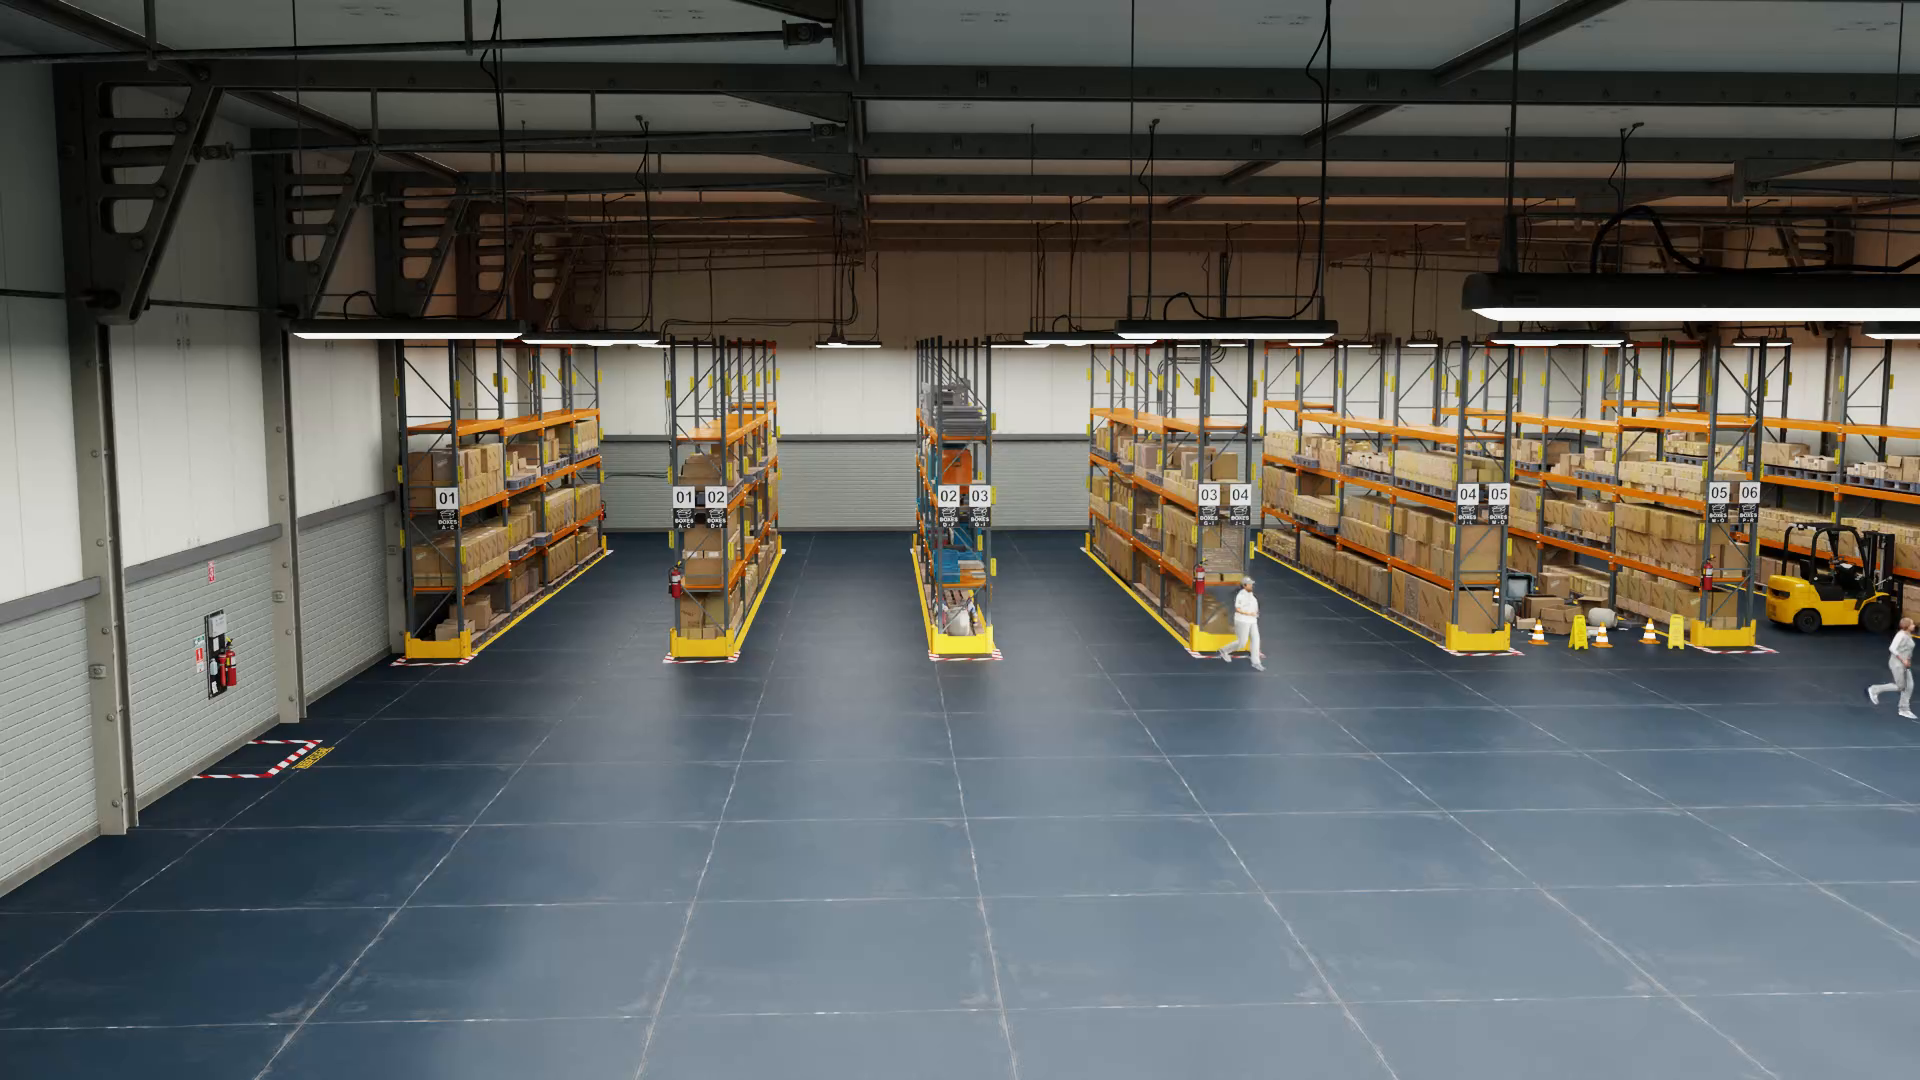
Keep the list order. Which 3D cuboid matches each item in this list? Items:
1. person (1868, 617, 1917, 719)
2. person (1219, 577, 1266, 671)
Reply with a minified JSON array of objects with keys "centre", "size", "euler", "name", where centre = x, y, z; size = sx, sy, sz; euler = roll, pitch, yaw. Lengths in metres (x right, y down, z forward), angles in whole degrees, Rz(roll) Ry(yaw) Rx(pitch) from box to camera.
[{"centre":[14.763,1.987,26.216],"size":[0.566,1.581,0.735],"euler":[-6,9,-44],"name":"person"},{"centre":[5.131,1.505,30.045],"size":[0.888,1.687,0.625],"euler":[5,8,35],"name":"person"}]
